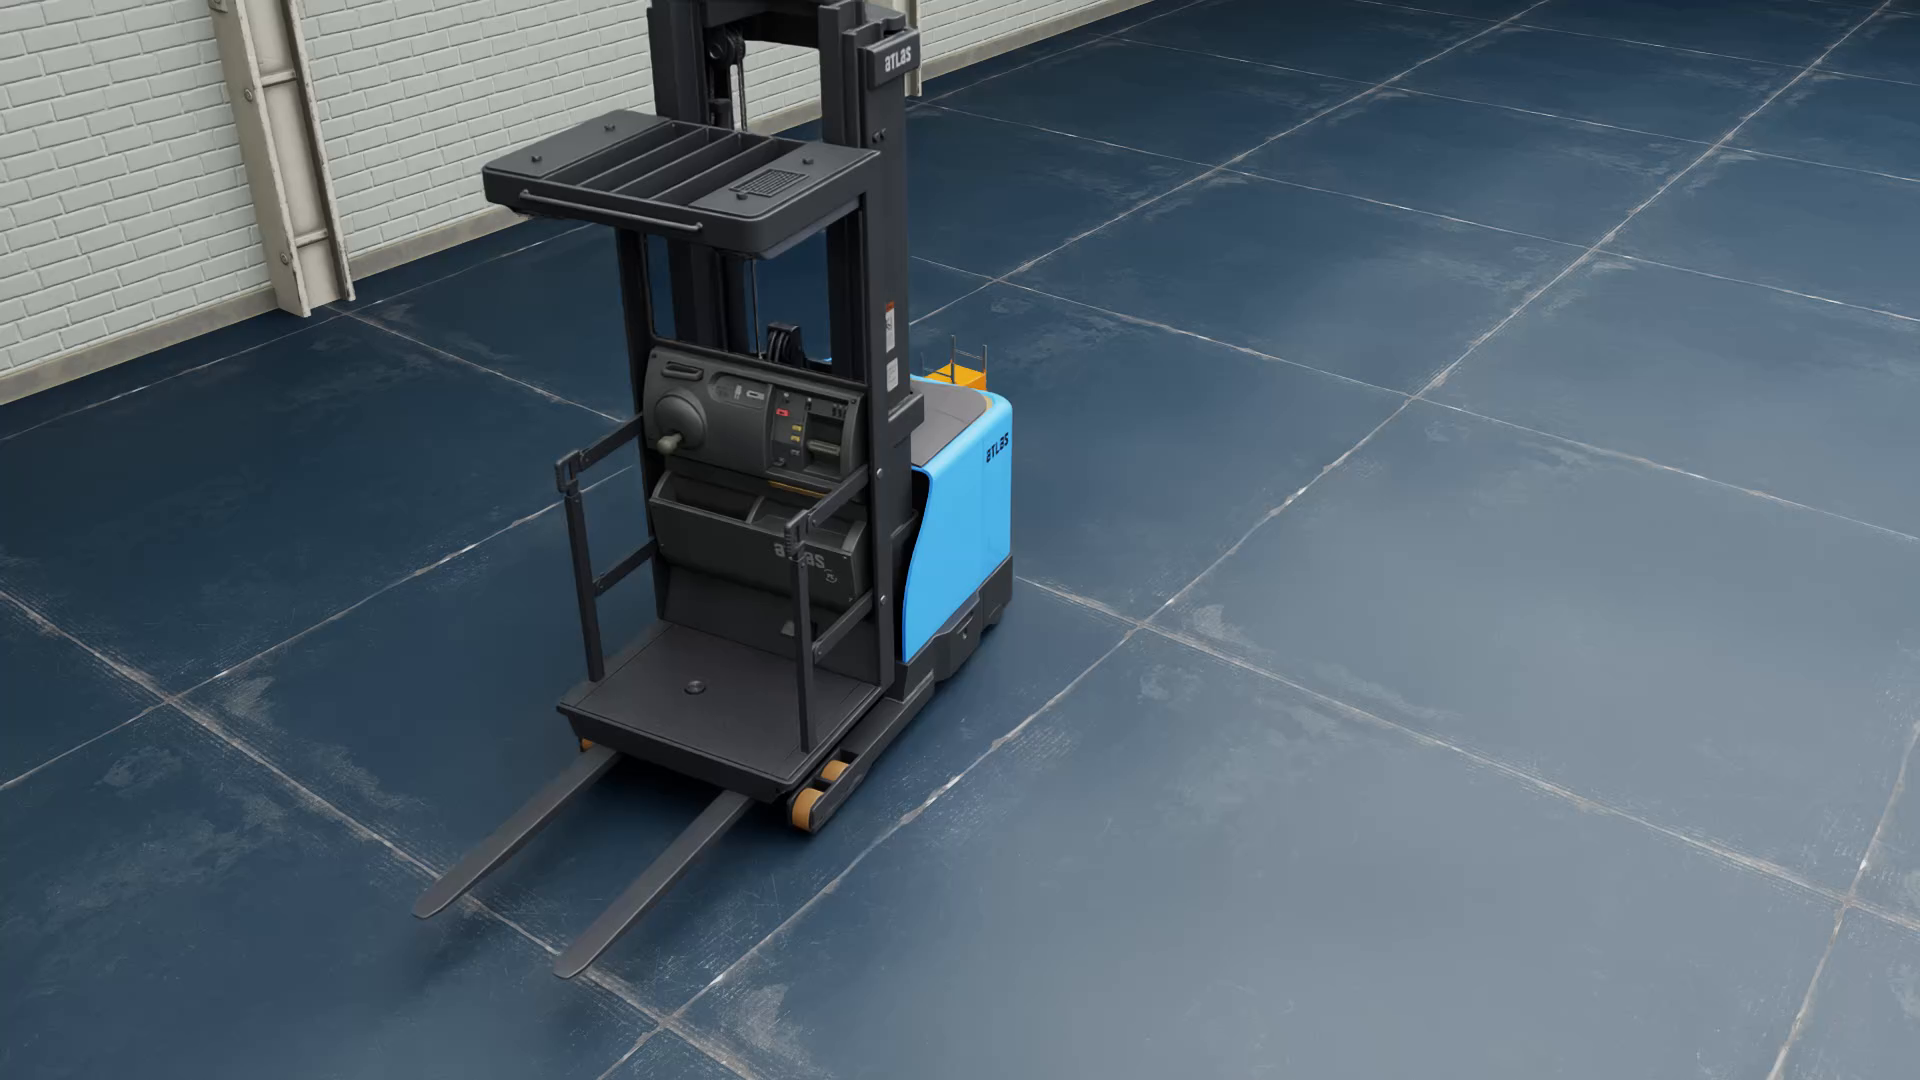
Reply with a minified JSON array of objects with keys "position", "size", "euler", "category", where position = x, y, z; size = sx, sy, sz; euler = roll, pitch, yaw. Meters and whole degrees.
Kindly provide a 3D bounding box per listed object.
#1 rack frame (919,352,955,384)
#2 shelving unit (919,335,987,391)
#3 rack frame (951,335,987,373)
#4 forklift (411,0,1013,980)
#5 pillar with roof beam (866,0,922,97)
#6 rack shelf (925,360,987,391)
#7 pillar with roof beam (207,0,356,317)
[{"position":[-0.106,-0.380,7.862],"size":[0.200,1.050,0.008],"euler":[21,37,31],"category":"rack frame"},{"position":[-0.032,-0.430,7.946],"size":[0.215,1.050,0.252],"euler":[21,37,31],"category":"shelving unit"},{"position":[0.041,-0.479,8.029],"size":[0.200,1.050,0.008],"euler":[21,37,31],"category":"rack frame"},{"position":[-0.883,-0.405,6.058],"size":[1.130,2.935,3.031],"euler":[15,34,23],"category":"forklift"},{"position":[2.847,-6.538,10.455],"size":[9.100,9.000,0.400],"euler":[21,37,31],"category":"pillar with roof beam"},{"position":[-0.032,-0.665,7.806],"size":[0.215,0.259,0.240],"euler":[21,37,31],"category":"rack shelf"},{"position":[-0.775,-4.099,6.340],"size":[9.100,9.000,0.400],"euler":[21,37,31],"category":"pillar with roof beam"}]
